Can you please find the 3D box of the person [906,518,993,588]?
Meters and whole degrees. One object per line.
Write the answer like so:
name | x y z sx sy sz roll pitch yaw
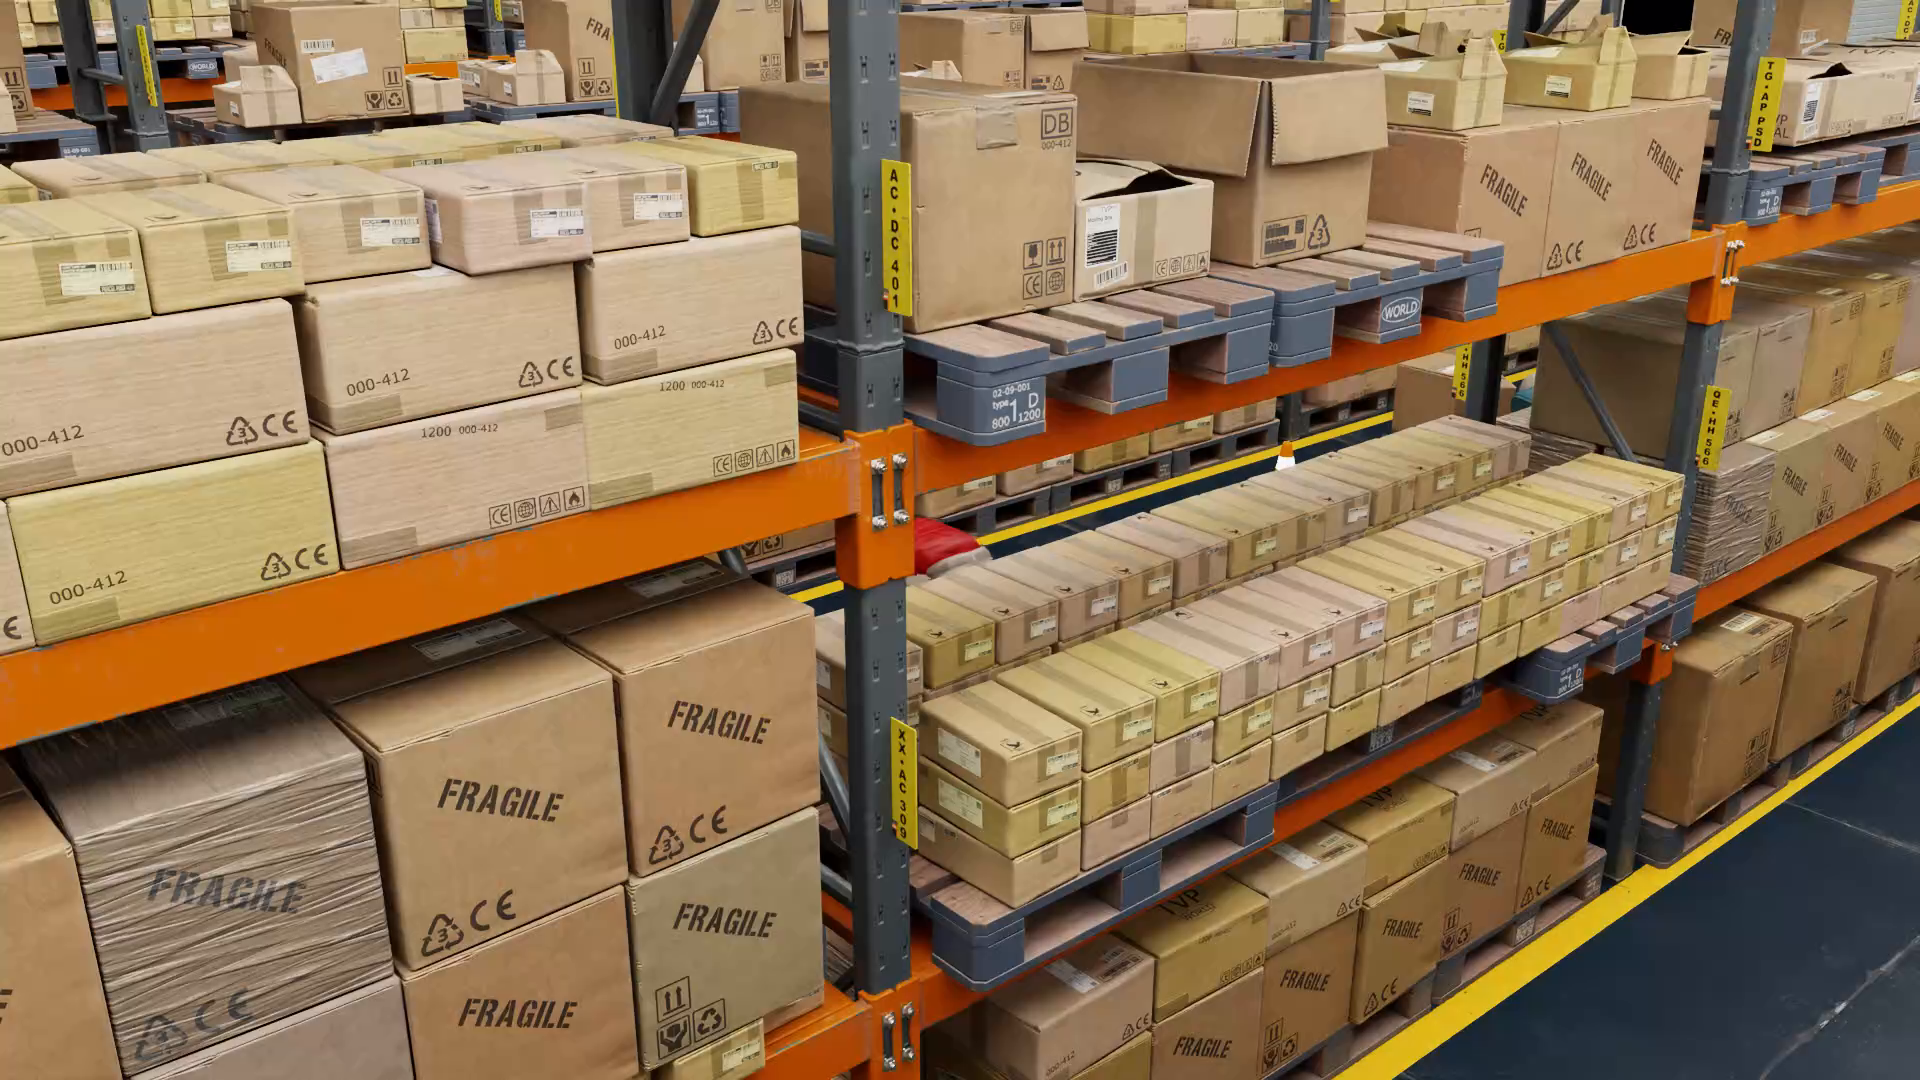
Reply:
person | -0.206 0.287 9.220 0.531 0.795 0.948 -18 27 -39
